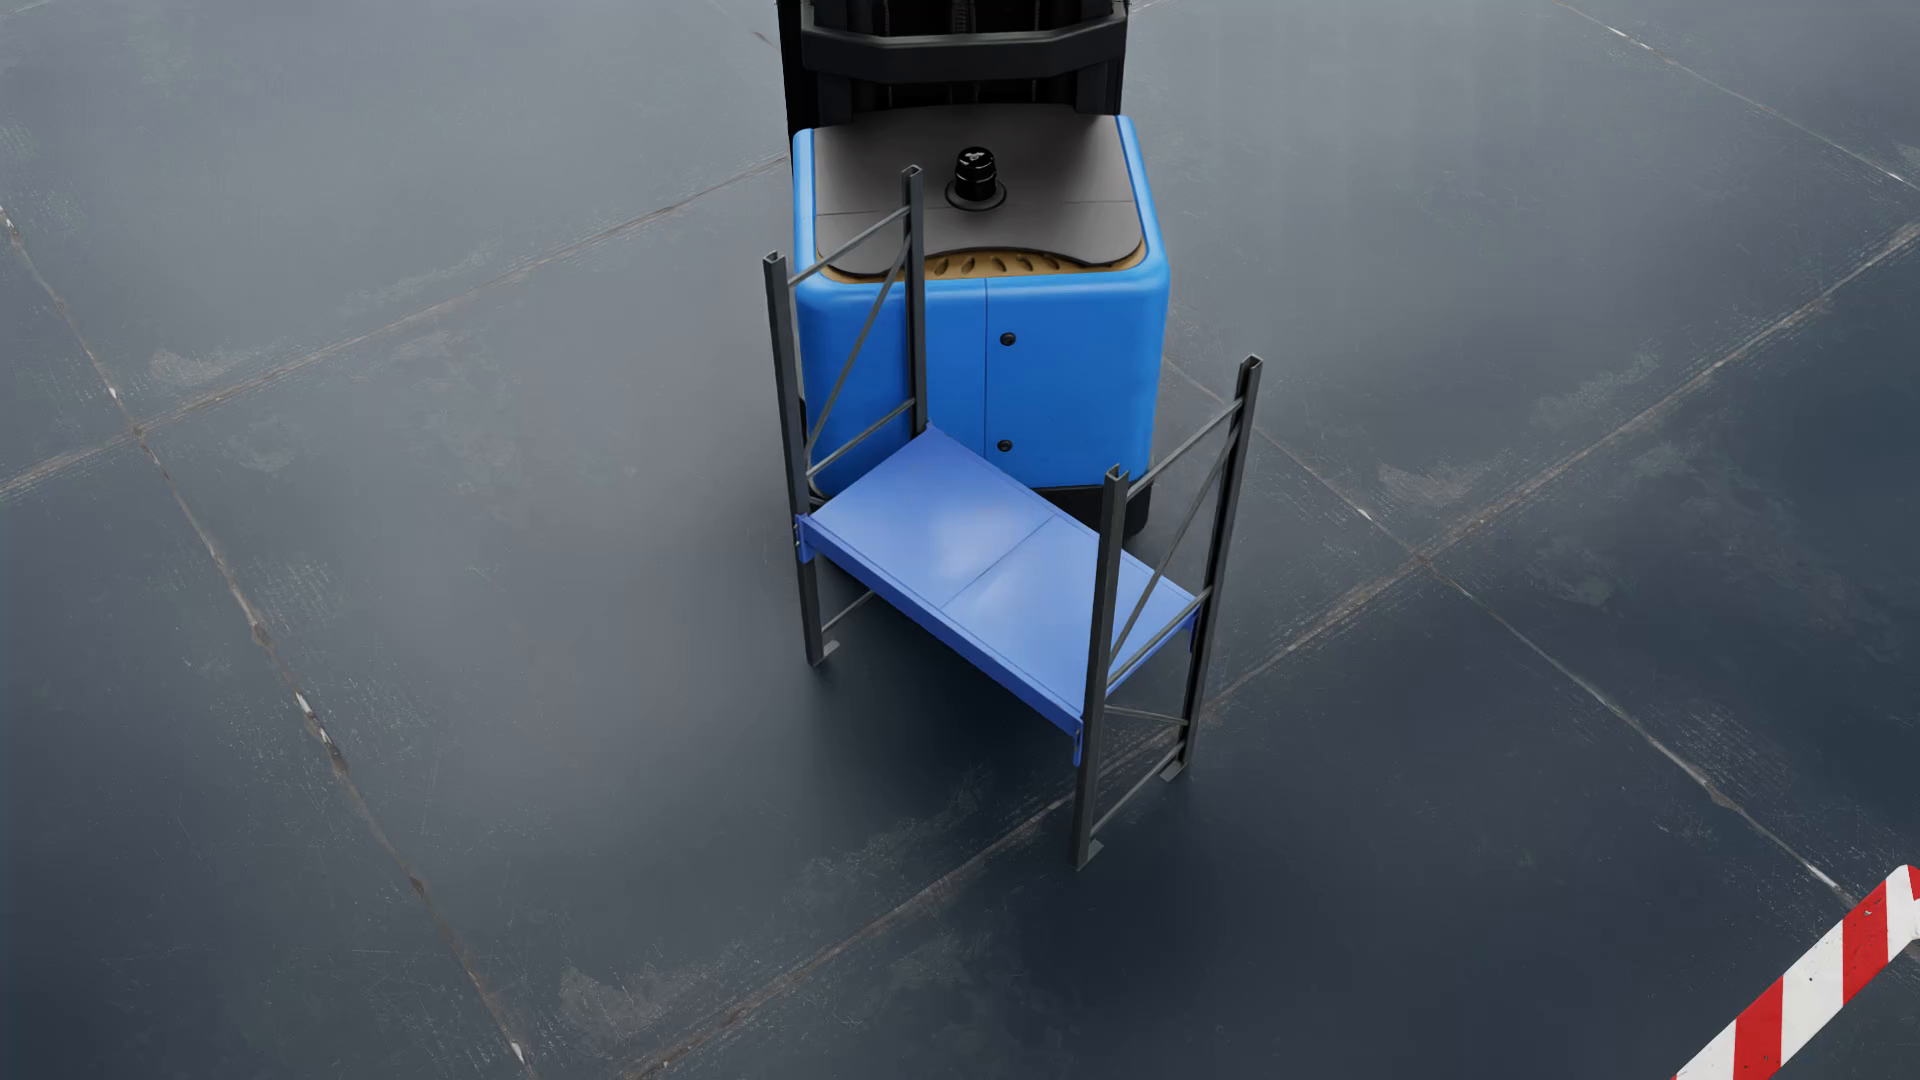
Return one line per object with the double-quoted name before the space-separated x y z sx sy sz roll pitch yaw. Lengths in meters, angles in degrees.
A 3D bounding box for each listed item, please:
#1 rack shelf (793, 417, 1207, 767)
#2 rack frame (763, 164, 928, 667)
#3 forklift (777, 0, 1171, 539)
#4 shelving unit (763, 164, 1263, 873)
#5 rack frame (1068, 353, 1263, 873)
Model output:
"rack shelf" 0.100 0.107 4.383 1.000 0.185 0.538 35 56 27
"rack frame" -0.272 -0.270 4.483 0.032 1.500 0.500 35 56 27
"forklift" -0.040 -2.032 5.114 1.130 2.935 3.031 -3 48 -3
"shelving unit" 0.100 -0.014 4.250 1.048 1.500 0.538 35 56 27
"rack frame" 0.472 0.243 4.017 0.032 1.500 0.500 35 56 27
